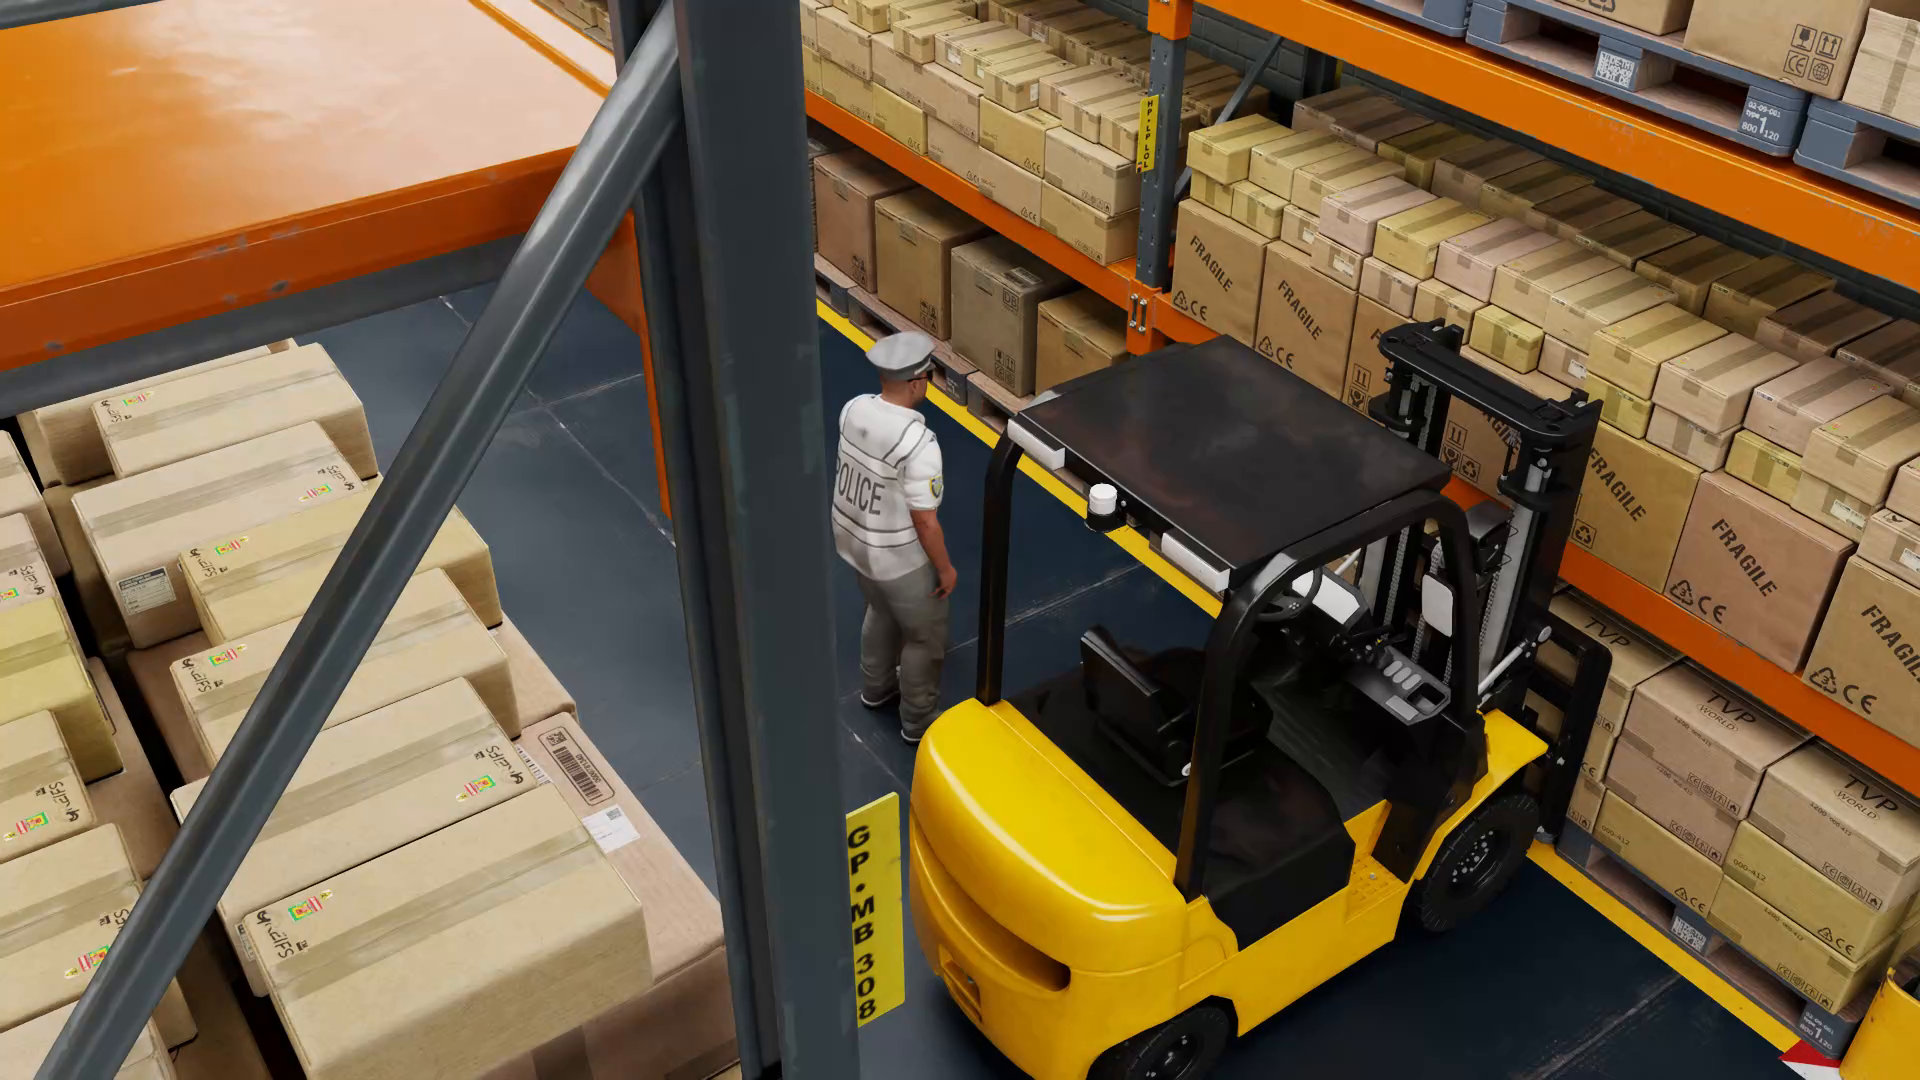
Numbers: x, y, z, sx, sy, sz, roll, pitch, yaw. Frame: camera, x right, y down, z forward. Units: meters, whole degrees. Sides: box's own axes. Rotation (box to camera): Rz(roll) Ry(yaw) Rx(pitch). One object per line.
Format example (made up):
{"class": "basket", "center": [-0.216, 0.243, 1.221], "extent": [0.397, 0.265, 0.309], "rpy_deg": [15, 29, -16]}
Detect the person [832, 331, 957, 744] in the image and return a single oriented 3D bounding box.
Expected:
{"class": "person", "center": [-0.258, 0.017, 6.616], "extent": [0.431, 1.750, 0.606], "rpy_deg": [-25, 43, -30]}
